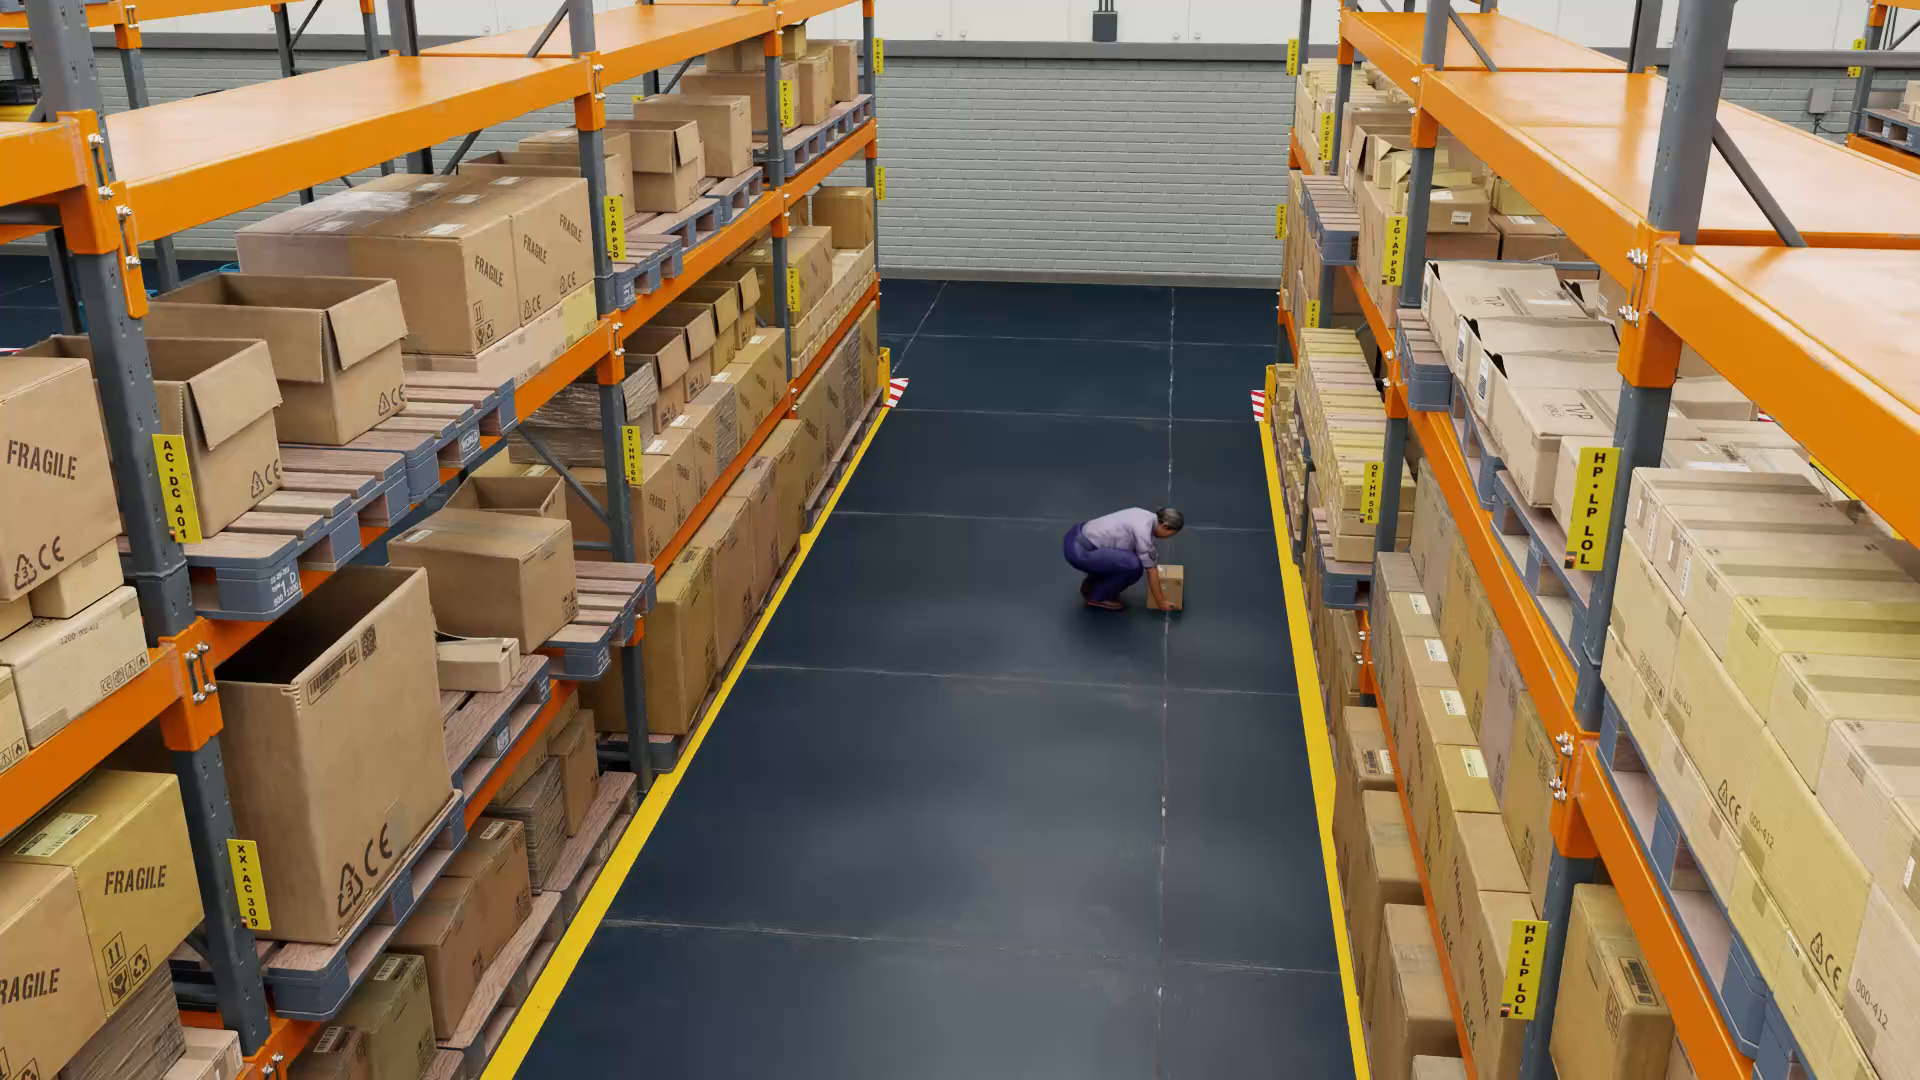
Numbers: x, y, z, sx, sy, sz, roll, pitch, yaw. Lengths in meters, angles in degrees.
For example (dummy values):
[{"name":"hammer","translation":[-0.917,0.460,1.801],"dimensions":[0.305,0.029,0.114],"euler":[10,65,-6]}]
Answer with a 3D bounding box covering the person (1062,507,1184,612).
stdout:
[{"name":"person","translation":[1.181,0.134,12.109],"dimensions":[0.870,0.746,0.506],"euler":[2,21,5]}]
